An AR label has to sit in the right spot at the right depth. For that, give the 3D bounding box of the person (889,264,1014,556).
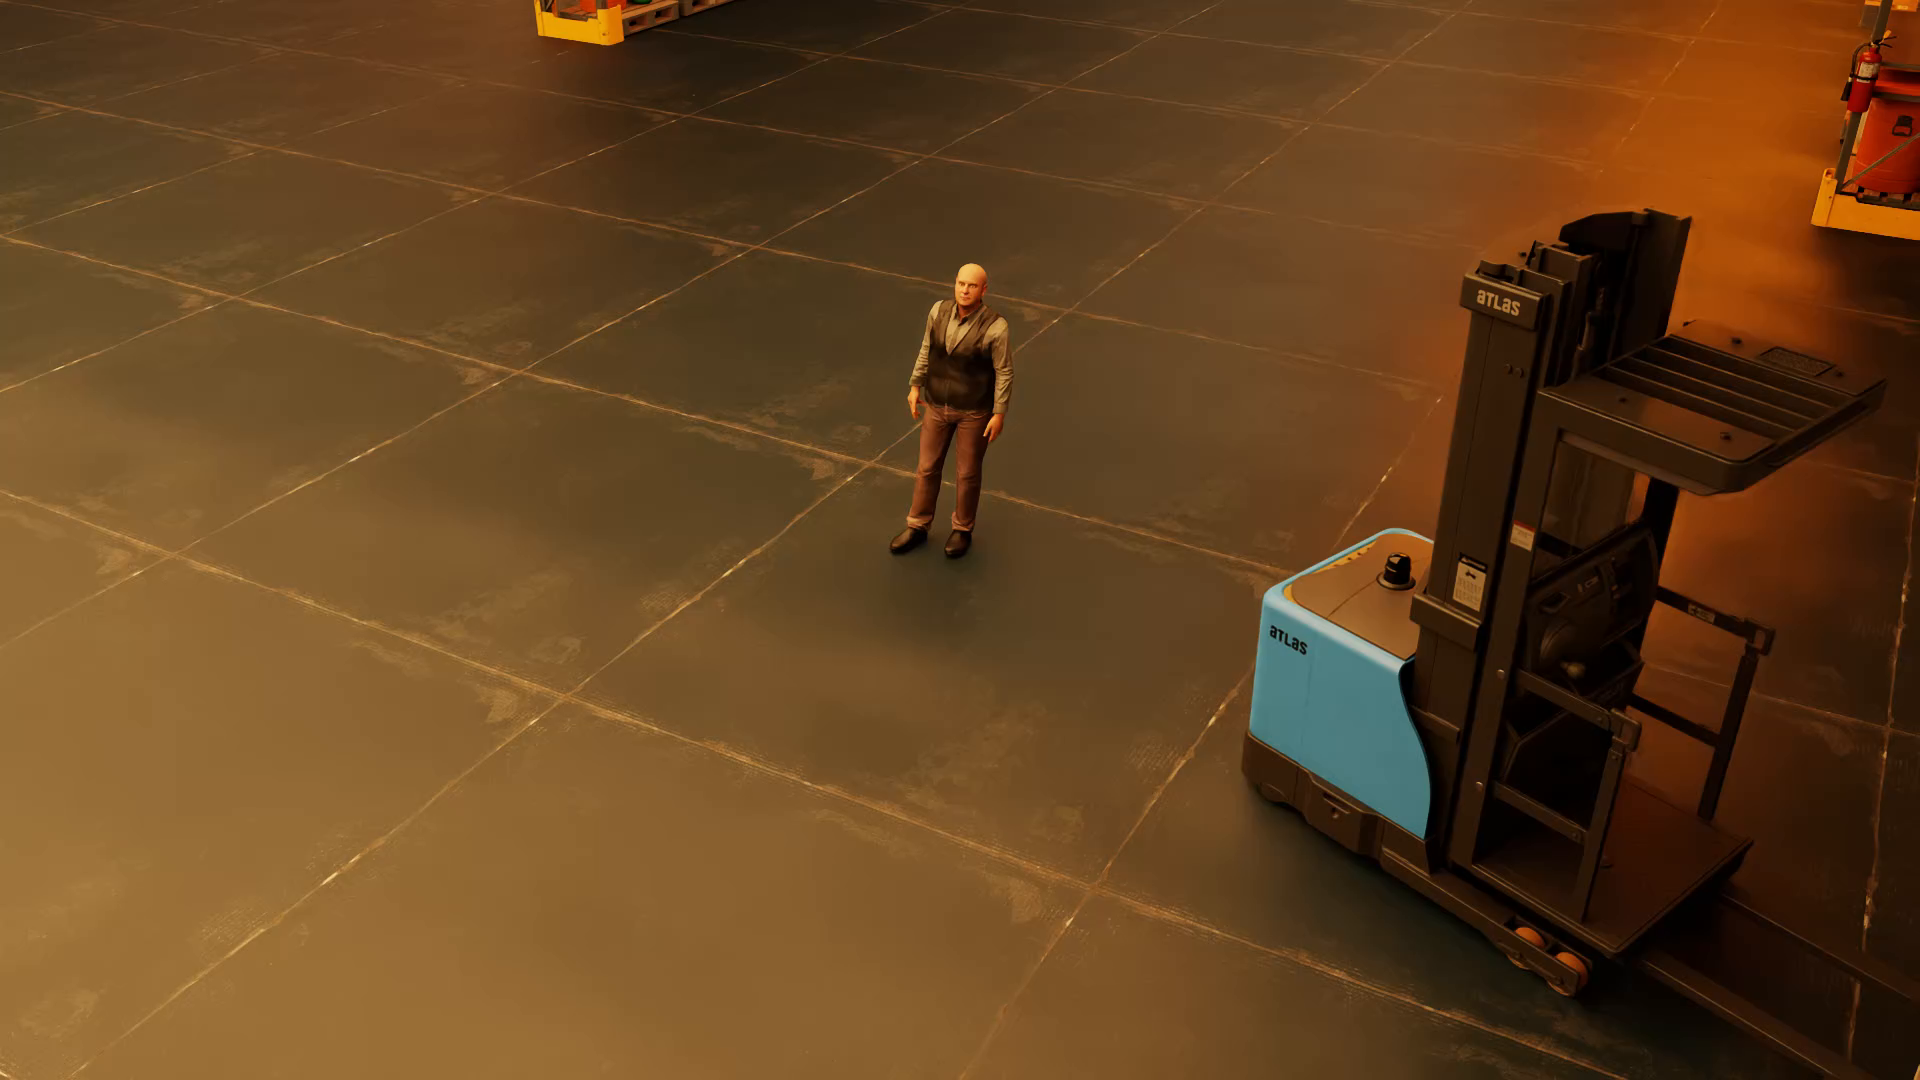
[{"bbox_3d":[-0.037,-0.726,9.524,0.633,1.722,0.566,15,33,25],"label":"person"}]

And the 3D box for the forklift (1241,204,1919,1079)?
[{"bbox_3d":[2.676,0.300,6.551,1.130,2.935,3.031,-23,37,-34],"label":"forklift"}]
